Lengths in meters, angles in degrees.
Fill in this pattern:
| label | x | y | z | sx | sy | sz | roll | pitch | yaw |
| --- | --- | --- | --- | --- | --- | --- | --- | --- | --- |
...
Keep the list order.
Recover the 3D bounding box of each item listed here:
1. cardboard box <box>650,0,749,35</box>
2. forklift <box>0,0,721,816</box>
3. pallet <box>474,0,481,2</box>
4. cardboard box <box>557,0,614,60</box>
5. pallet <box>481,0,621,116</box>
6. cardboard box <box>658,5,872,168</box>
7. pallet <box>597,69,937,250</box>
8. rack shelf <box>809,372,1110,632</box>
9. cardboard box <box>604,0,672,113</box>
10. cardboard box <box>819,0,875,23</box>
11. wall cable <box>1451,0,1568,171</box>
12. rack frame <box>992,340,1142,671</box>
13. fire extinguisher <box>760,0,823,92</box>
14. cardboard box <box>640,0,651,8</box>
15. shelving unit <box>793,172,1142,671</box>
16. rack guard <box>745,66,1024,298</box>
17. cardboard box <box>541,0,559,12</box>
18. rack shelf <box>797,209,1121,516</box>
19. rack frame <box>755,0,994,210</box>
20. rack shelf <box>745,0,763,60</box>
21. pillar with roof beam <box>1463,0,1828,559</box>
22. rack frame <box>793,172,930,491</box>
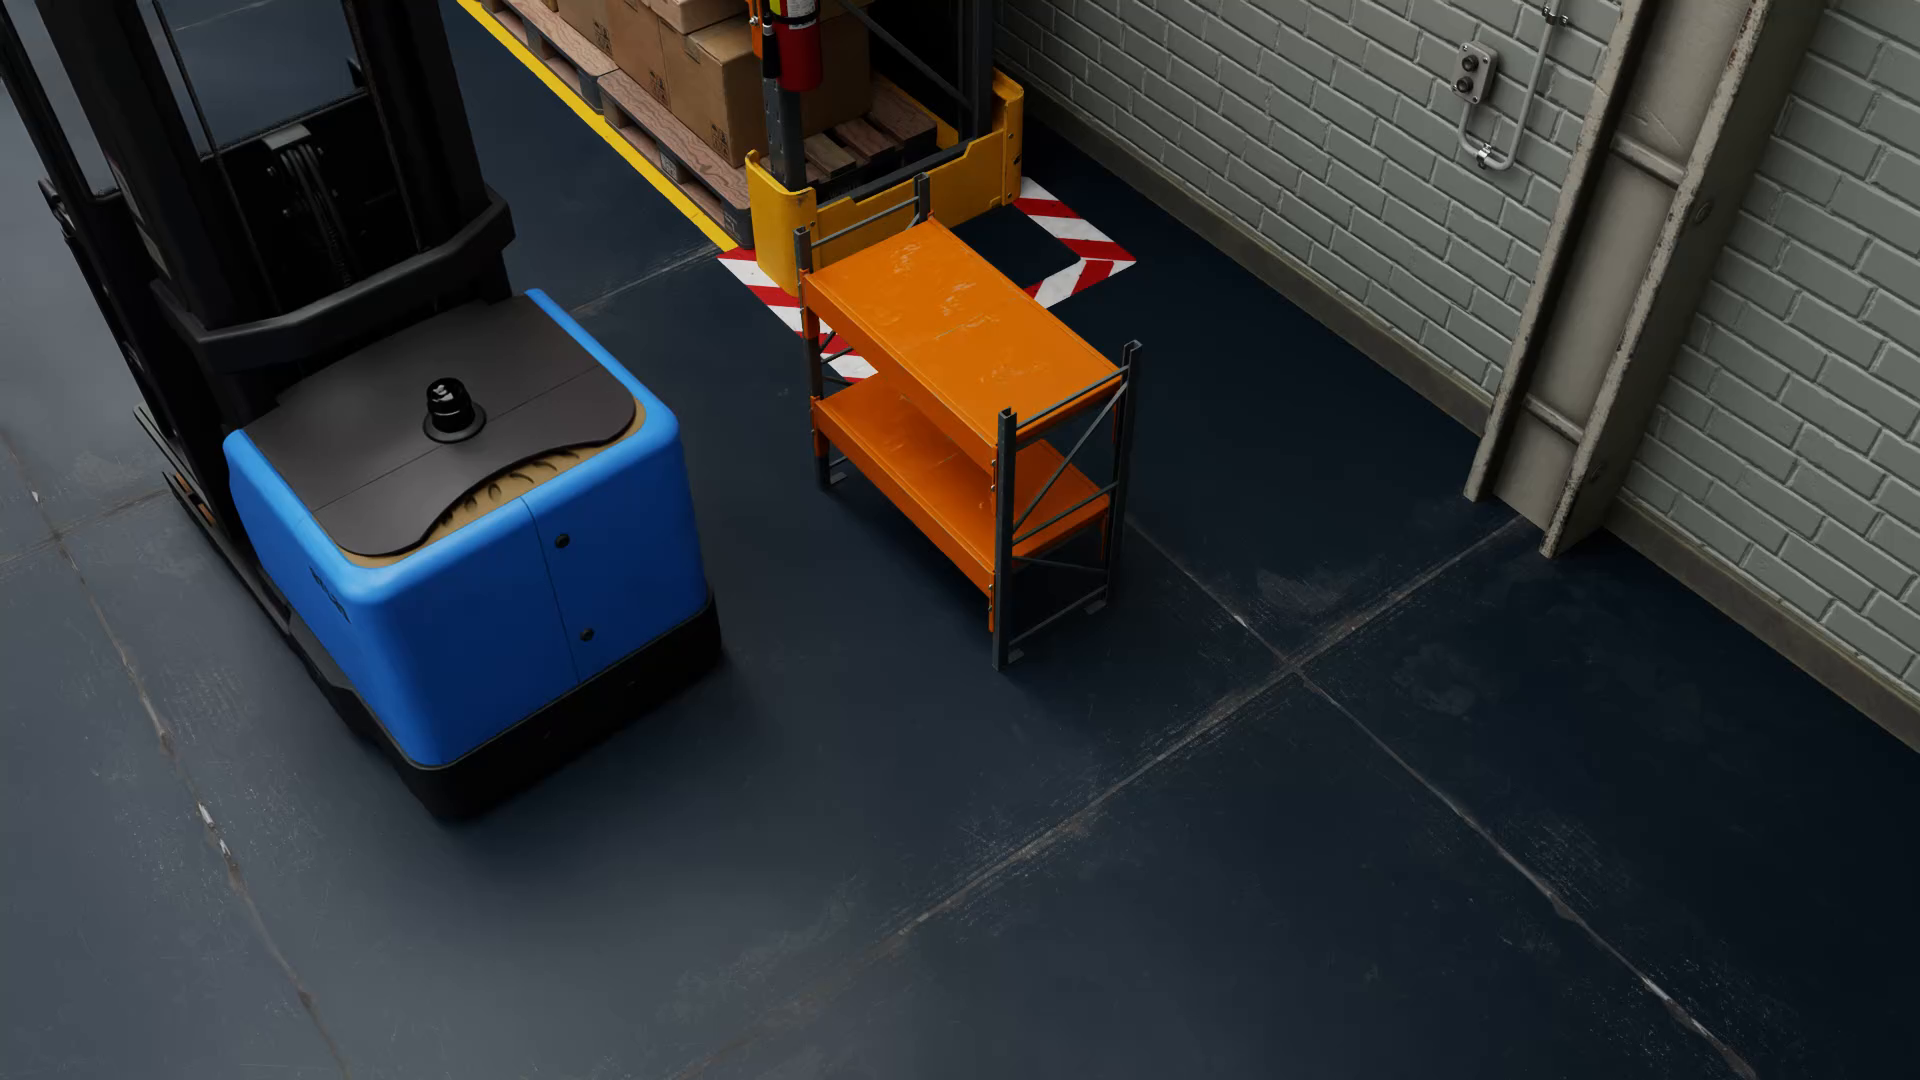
| label | x | y | z | sx | sy | sz | roll | pitch | yaw |
| --- | --- | --- | --- | --- | --- | --- | --- | --- | --- |
| cardboard box | -1.026 | -2.210 | 6.694 | 0.380 | 0.149 | 0.250 | -30 | 54 | -24 |
| forklift | -2.110 | -1.191 | 4.851 | 1.130 | 2.935 | 3.031 | -33 | 56 | -26 |
| pallet | -2.324 | -3.267 | 8.569 | 1.003 | 0.211 | 1.213 | -29 | 54 | -24 |
| cardboard box | -1.411 | -2.589 | 7.476 | 0.700 | 0.500 | 0.500 | -31 | 55 | -25 |
| pallet | -1.581 | -2.547 | 7.917 | 1.003 | 0.211 | 1.213 | -29 | 54 | -24 |
| cardboard box | -0.803 | -1.998 | 6.940 | 0.700 | 0.500 | 0.500 | -29 | 54 | -24 |
| pallet | -0.846 | -1.828 | 7.265 | 1.003 | 0.211 | 1.213 | -29 | 54 | -24 |
| rack shelf | 0.004 | -0.210 | 5.511 | 0.538 | 0.278 | 1.000 | -29 | 54 | -24 |
| cardboard box | -1.106 | -2.293 | 7.208 | 0.700 | 0.500 | 0.500 | -30 | 54 | -24 |
| cardboard box | -0.568 | -2.232 | 6.714 | 0.380 | 0.149 | 0.250 | -29 | 54 | -24 |
| wall cable | 1.228 | -2.339 | 5.160 | 0.084 | 1.984 | 1.851 | -29 | 54 | -24 |
| rack frame | 0.312 | -0.074 | 5.058 | 0.500 | 1.125 | 0.032 | -29 | 54 | -24 |
| fire extinguisher | -0.576 | -1.881 | 5.735 | 0.296 | 0.674 | 0.183 | -29 | 54 | -24 |
| cardboard box | -1.181 | -2.360 | 6.831 | 0.380 | 0.149 | 0.250 | -28 | 54 | -23 |
| shelving unit | 0.004 | -0.374 | 5.330 | 0.538 | 1.125 | 1.048 | -29 | 54 | -24 |
| rack guard | -0.285 | -1.475 | 6.750 | 1.175 | 0.500 | 0.348 | -29 | 54 | -24 |
| cardboard box | -1.740 | -2.900 | 7.758 | 0.700 | 0.500 | 0.500 | -28 | 54 | -23 |
| rack shelf | 0.004 | -0.570 | 5.113 | 0.538 | 0.278 | 1.000 | -29 | 54 | -24 |
| rack frame | -0.300 | -2.328 | 5.836 | 1.000 | 3.000 | 0.127 | -29 | 54 | -24 |
| rack shelf | -1.511 | -3.266 | 7.172 | 1.077 | 0.370 | 4.000 | -29 | 54 | -24 |
| pillar with roof beam | -1.403 | -1.208 | 0.771 | 9.100 | 9.000 | 0.400 | -29 | 54 | -24 |
| rack frame | -0.304 | -0.674 | 5.601 | 0.500 | 1.125 | 0.032 | -29 | 54 | -24 |
